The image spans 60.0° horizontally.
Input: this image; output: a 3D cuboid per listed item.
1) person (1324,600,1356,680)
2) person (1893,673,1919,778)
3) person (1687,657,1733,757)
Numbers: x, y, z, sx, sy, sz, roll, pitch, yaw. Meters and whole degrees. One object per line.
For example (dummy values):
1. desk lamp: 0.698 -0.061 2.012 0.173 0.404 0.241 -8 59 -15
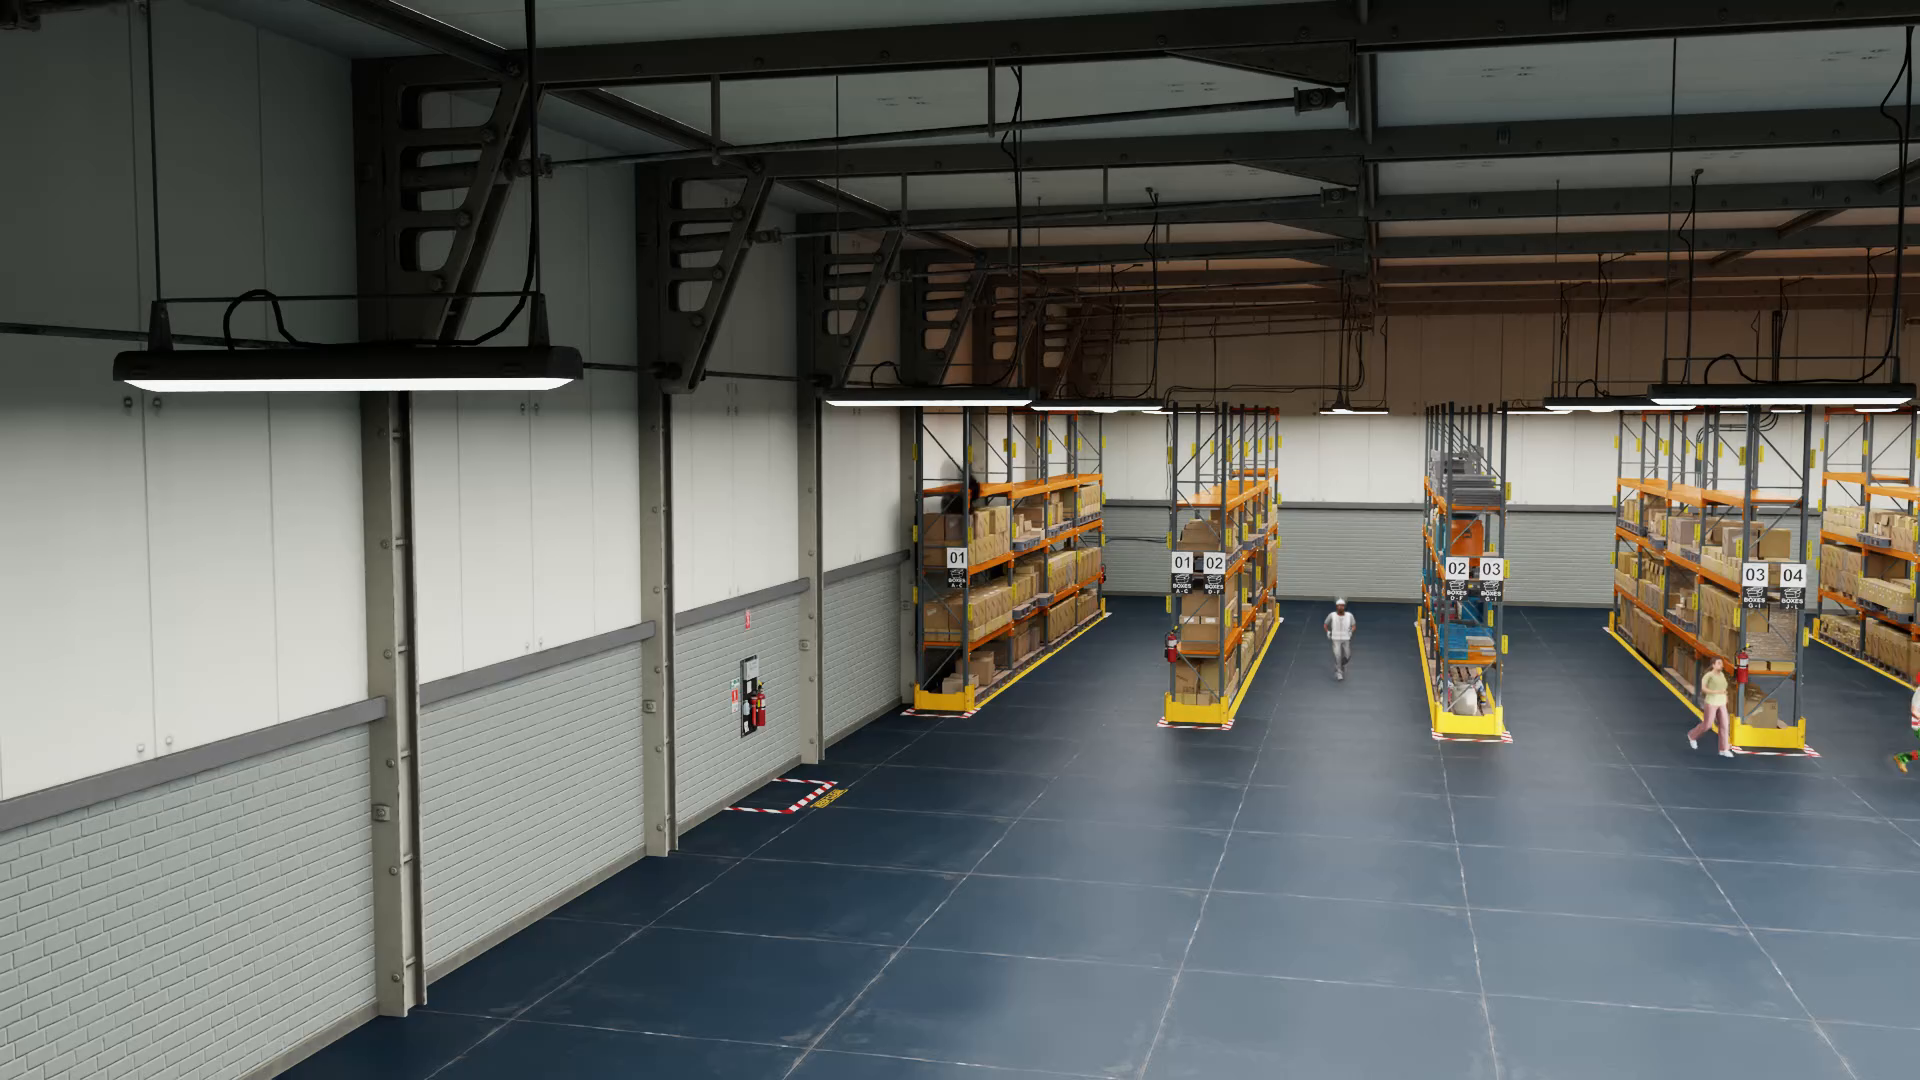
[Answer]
1. person: 8.303 2.171 36.344 0.689 1.740 0.747 0 4 5
2. person: 15.040 2.931 26.055 0.678 1.747 0.641 3 5 38
3. person: 12.787 2.789 28.156 0.603 1.646 0.955 -1 4 -18
